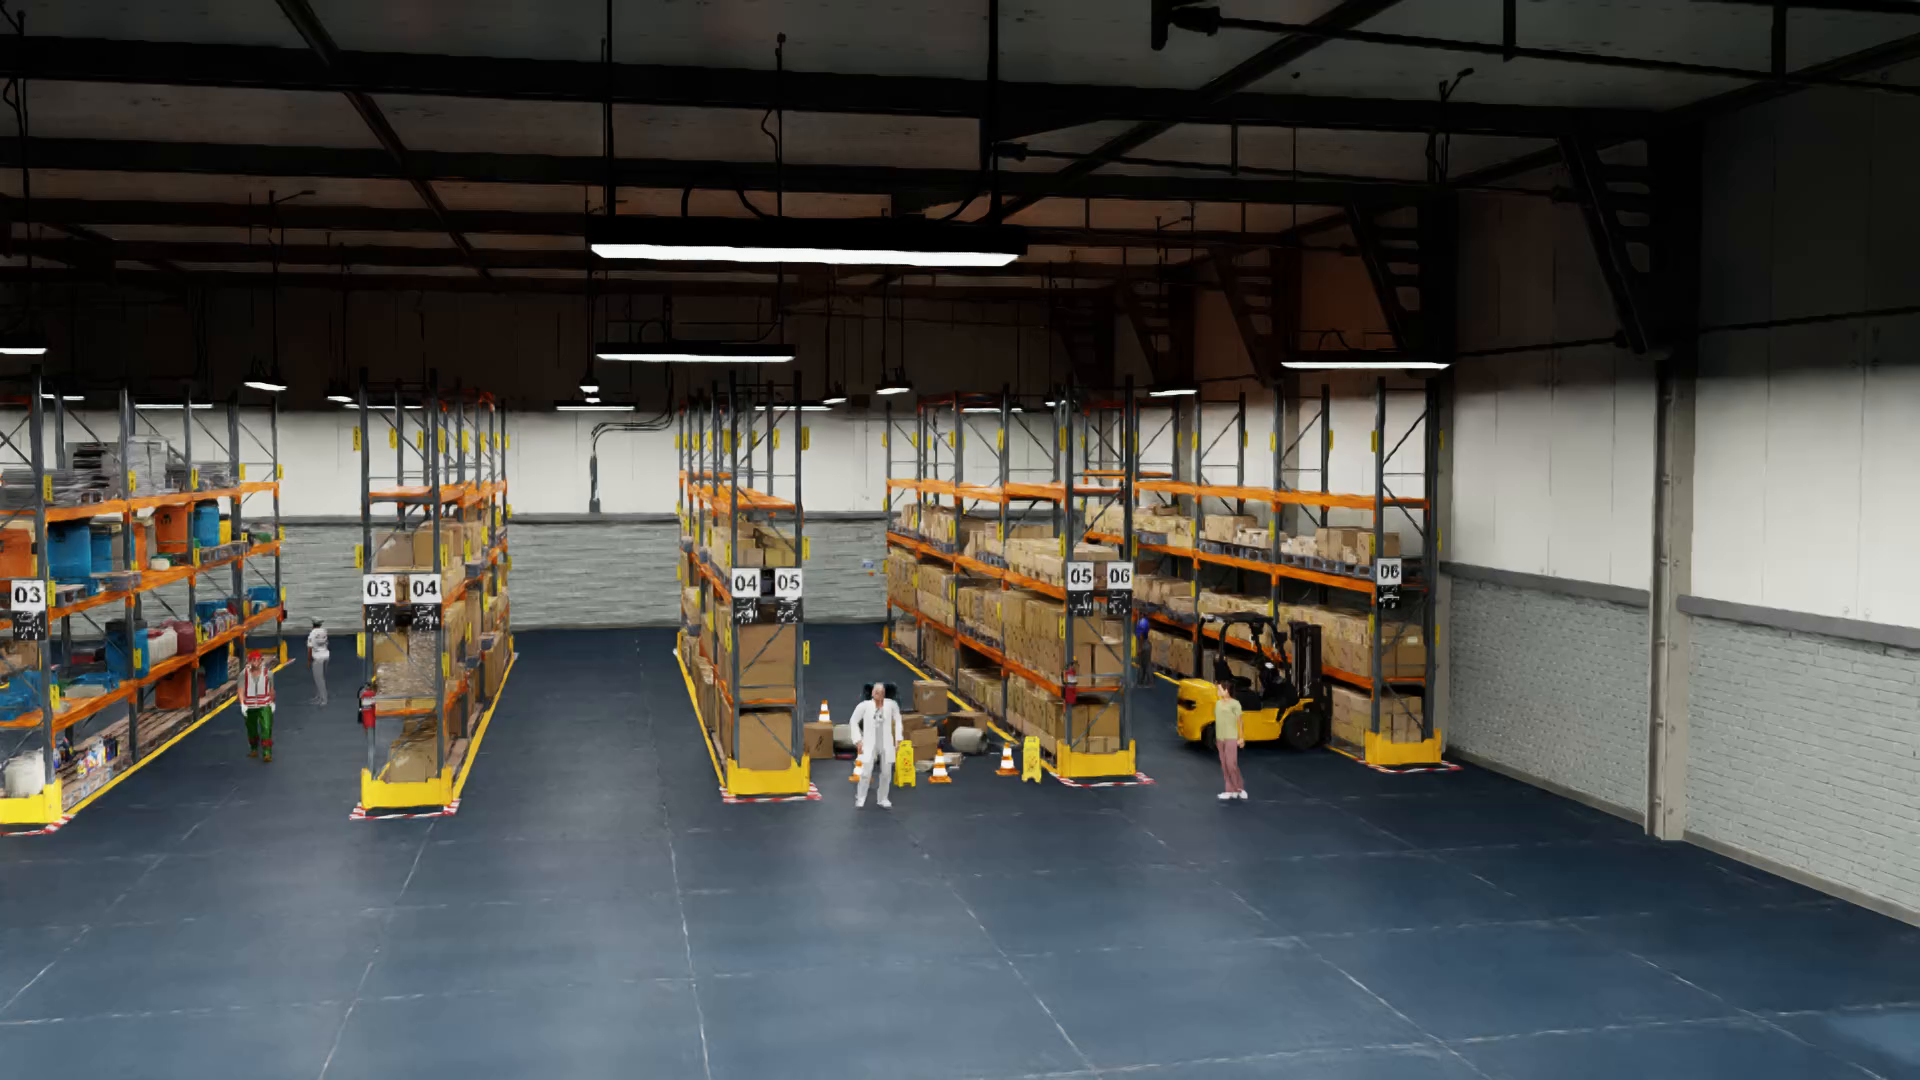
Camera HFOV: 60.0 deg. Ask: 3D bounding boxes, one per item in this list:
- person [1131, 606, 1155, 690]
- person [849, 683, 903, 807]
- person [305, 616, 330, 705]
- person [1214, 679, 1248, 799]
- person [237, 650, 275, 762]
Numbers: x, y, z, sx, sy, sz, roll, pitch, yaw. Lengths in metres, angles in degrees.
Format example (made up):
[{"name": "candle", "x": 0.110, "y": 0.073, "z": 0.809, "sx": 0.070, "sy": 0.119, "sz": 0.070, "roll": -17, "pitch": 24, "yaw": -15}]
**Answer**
[{"name": "person", "x": 3.682, "y": 2.165, "z": 33.582, "sx": 0.555, "sy": 1.650, "sz": 0.588, "roll": 1, "pitch": 3, "yaw": 11}, {"name": "person", "x": -1.144, "y": 2.791, "z": 22.675, "sx": 0.729, "sy": 1.733, "sz": 0.546, "roll": -1, "pitch": 3, "yaw": -13}, {"name": "person", "x": -12.207, "y": 2.277, "z": 31.587, "sx": 0.543, "sy": 1.664, "sz": 0.574, "roll": 1, "pitch": 4, "yaw": 16}, {"name": "person", "x": 3.776, "y": 2.778, "z": 23.199, "sx": 0.373, "sy": 1.666, "sz": 0.563, "roll": -3, "pitch": 5, "yaw": -41}, {"name": "person", "x": -10.981, "y": 2.581, "z": 25.949, "sx": 0.528, "sy": 1.727, "sz": 1.030, "roll": -1, "pitch": 4, "yaw": -20}]
